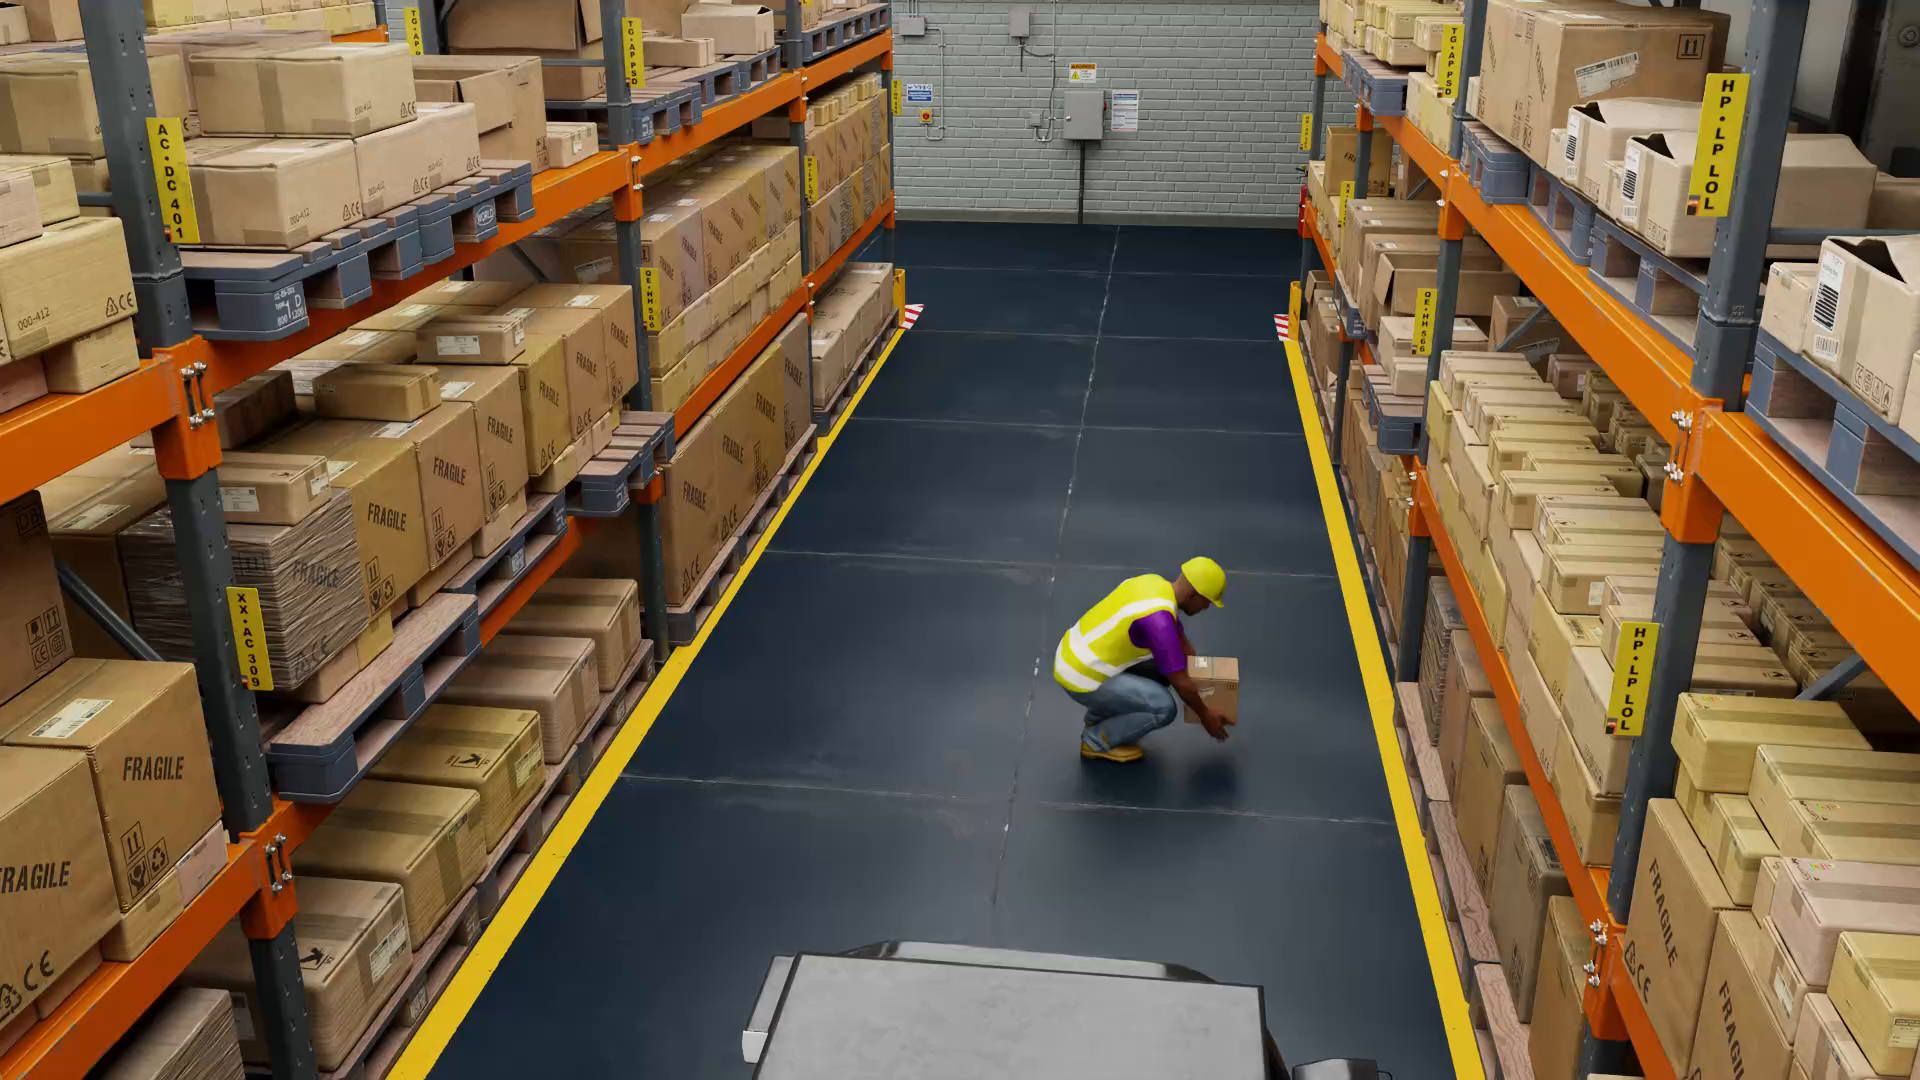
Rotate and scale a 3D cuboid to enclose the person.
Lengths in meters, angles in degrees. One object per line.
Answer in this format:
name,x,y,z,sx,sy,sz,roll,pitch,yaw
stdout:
person,0.910,0.558,8.172,0.893,1.005,0.565,2,21,6
